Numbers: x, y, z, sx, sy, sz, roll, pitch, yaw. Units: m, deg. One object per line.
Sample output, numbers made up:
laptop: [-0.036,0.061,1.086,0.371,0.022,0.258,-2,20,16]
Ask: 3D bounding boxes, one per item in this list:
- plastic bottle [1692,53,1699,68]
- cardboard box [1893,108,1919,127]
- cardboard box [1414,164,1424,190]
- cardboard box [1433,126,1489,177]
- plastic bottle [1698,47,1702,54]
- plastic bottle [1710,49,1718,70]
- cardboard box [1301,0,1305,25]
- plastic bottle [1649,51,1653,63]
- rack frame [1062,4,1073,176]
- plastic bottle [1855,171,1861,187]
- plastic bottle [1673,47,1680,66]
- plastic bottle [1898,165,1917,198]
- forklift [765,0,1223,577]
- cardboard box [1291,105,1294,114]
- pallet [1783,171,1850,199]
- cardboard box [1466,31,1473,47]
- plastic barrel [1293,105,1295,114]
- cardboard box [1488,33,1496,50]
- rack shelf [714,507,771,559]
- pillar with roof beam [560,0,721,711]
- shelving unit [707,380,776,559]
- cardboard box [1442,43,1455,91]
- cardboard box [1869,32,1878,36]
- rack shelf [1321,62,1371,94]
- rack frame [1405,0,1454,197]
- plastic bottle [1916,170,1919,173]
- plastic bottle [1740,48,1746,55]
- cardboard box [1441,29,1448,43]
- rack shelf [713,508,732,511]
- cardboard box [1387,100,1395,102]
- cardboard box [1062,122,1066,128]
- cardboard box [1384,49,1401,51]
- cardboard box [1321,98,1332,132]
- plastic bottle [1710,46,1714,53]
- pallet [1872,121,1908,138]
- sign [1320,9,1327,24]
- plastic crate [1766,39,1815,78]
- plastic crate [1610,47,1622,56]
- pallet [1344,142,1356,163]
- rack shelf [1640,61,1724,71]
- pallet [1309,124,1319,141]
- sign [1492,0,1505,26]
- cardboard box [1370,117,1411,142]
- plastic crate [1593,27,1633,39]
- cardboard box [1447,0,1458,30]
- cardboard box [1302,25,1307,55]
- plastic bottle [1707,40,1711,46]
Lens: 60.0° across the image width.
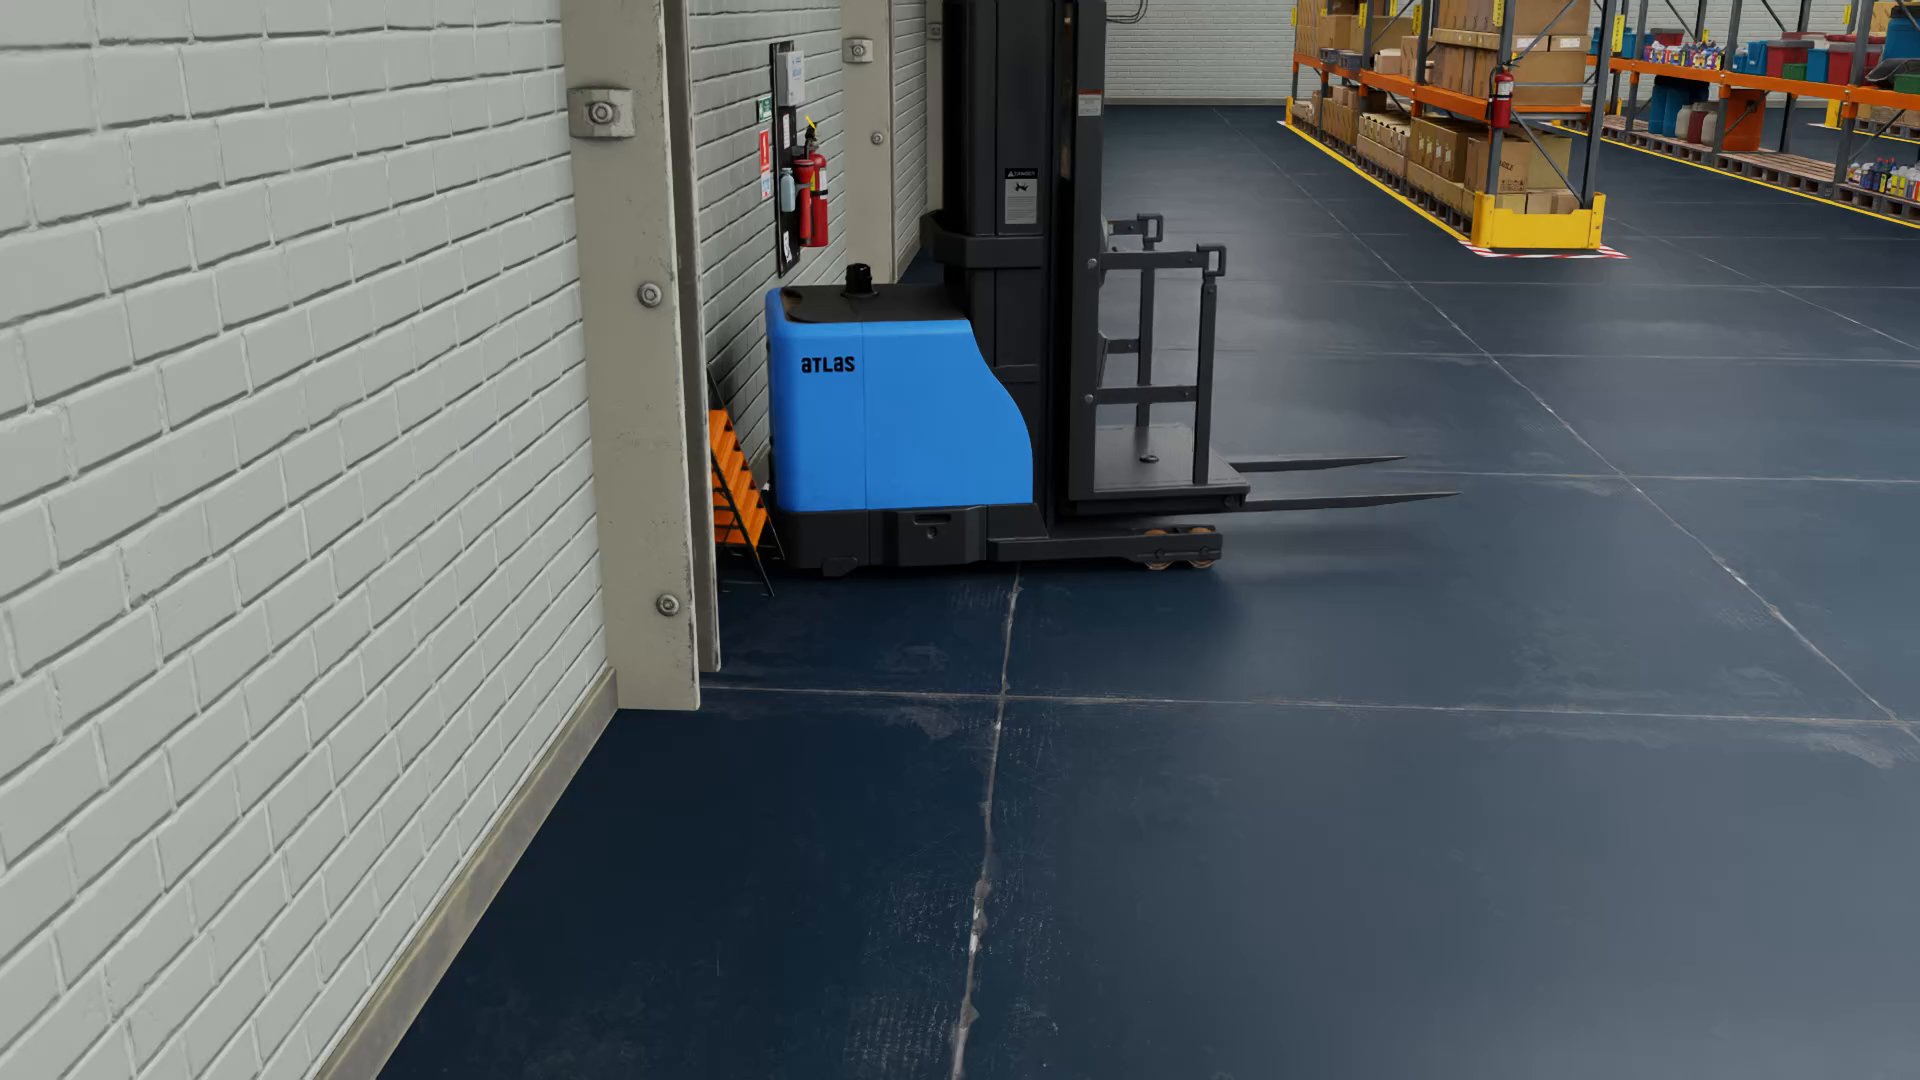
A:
plastic bottle: [10.789,-7.024,24.361,0.097,0.201,0.097,0,18,0]
cardboard box: [16.512,-7.469,28.137,0.875,0.875,0.875,1,18,4]
cardboard box: [5.490,-4.134,18.965,0.500,0.250,0.500,1,18,4]
cardboard box: [5.416,-4.180,17.900,0.500,0.500,0.500,1,18,4]
plastic bottle: [10.936,-7.153,24.624,0.061,0.283,0.133,1,18,4]
plastic bottle: [10.714,-6.816,23.594,0.061,0.283,0.133,1,18,4]
cardboard box: [6.402,-9.489,29.799,0.500,0.500,0.500,1,18,4]
plastic bottle: [10.929,-7.630,26.212,0.097,0.201,0.097,0,18,0]
rack frame: [0.639,-4.401,16.037,1.000,3.000,0.127,1,18,4]
plastic bottle: [10.332,-4.149,19.056,0.097,0.201,0.097,0,18,0]
plastic bottle: [10.849,-7.315,25.138,0.097,0.271,0.097,0,18,0]
plastic bottle: [10.278,-3.883,18.003,0.144,0.351,0.185,2,18,6]
forklift: [0.677,-1.429,7.077,3.031,2.935,1.130,-3,18,-8]
cardboard box: [6.354,-7.993,30.871,0.380,0.149,0.250,1,18,4]
pallet: [10.824,-4.342,20.335,1.003,0.211,1.213,1,18,4]
cardboard box: [5.526,-5.252,17.432,0.380,0.149,0.250,1,18,3]
plastic barrel: [8.553,-7.834,25.034,5.570,3.481,10.597,1,18,4]
cardboard box: [5.453,-4.931,16.452,0.380,0.149,0.250,1,18,3]
rack shelf: [-0.895,-0.037,6.539,0.258,0.103,0.180,4,55,13]
pillar with roof beam: [3.260,-3.666,4.158,9.100,9.000,0.400,1,18,4]
shelving unit: [-0.936,-0.203,6.311,0.258,1.046,0.183,4,55,13]
cardboard box: [5.810,-5.280,18.558,0.700,0.500,0.500,1,18,3]
cardboard box: [16.273,-8.804,29.238,0.500,0.250,0.500,1,18,3]
rack shelf: [6.297,-7.056,25.294,1.077,0.370,4.000,1,18,4]
rack frame: [5.867,-5.534,19.495,1.000,3.000,0.127,1,18,4]
plastic bottle: [10.441,-3.909,18.204,0.152,0.276,0.135,1,18,4]
plastic bottle: [11.565,-7.125,24.556,0.097,0.271,0.097,0,18,0]
cardboard box: [5.619,-5.652,18.654,0.380,0.149,0.250,1,18,2]
rack shelf: [-0.933,-0.188,6.330,0.199,0.020,0.166,4,55,13]
cardboard box: [6.647,-6.727,26.443,0.500,0.500,0.500,1,18,4]
cardboard box: [1.025,-5.213,21.822,0.700,0.500,0.500,1,18,5]
cardboard box: [6.084,-6.622,22.958,0.500,0.311,0.500,2,18,7]
cardboard box: [6.162,-6.895,26.956,0.500,0.500,0.500,0,18,1]
plastic bottle: [11.477,-7.401,25.400,0.097,0.271,0.097,0,18,0]
pallet: [16.538,-7.085,28.708,1.003,0.211,1.213,1,18,4]
sign: [5.898,-8.440,26.972,0.100,0.325,0.005,1,18,4]
plastic crate: [10.673,-6.200,21.424,0.402,0.464,0.583,1,18,4]
plastic crate: [11.205,-8.358,28.439,0.293,0.136,0.466,1,18,4]
pallet: [6.245,-5.682,24.425,1.003,0.211,1.213,1,18,4]
rack shelf: [11.237,-7.037,24.922,0.919,0.124,3.809,1,18,4]
pallet: [6.490,-6.907,28.162,1.003,0.211,1.213,1,18,4]
sign: [5.040,-4.971,15.536,0.100,0.325,0.005,1,18,4]
cardboard box: [5.755,-5.458,22.103,0.500,0.311,0.500,1,18,2]
plastic crate: [11.829,-9.086,30.183,0.616,0.435,0.499,1,18,4]
cardboard box: [5.806,-5.903,18.377,0.700,0.500,0.500,1,18,4]
cardboard box: [6.361,-8.860,29.486,0.500,0.500,0.500,1,18,4]
plastic bottle: [11.641,-7.591,25.850,0.144,0.351,0.185,1,18,4]
